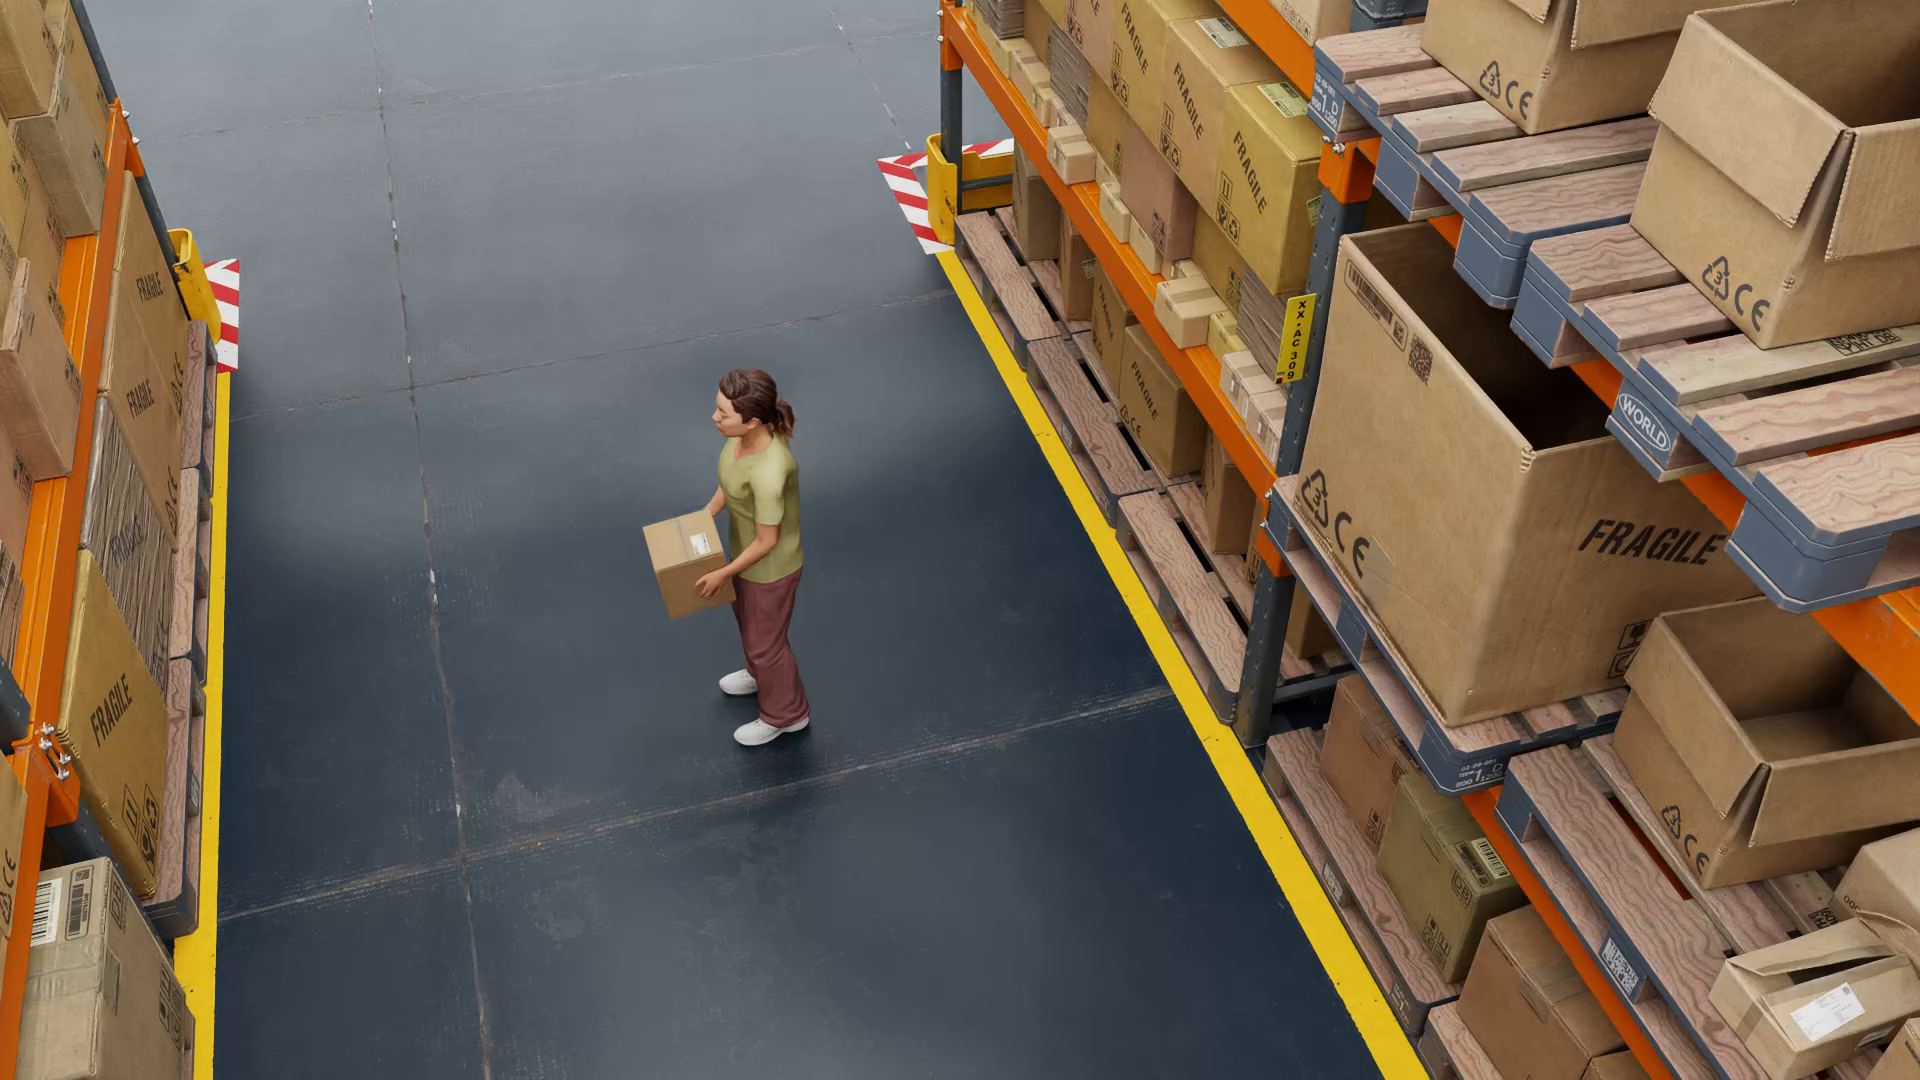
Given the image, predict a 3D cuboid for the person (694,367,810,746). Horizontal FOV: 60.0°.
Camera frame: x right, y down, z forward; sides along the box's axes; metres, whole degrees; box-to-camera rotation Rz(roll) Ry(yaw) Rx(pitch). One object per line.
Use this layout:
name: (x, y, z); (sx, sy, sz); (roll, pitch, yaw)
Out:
person: (-0.769, 0.071, 6.083); (0.452, 1.675, 0.466); (-12, 44, -13)
